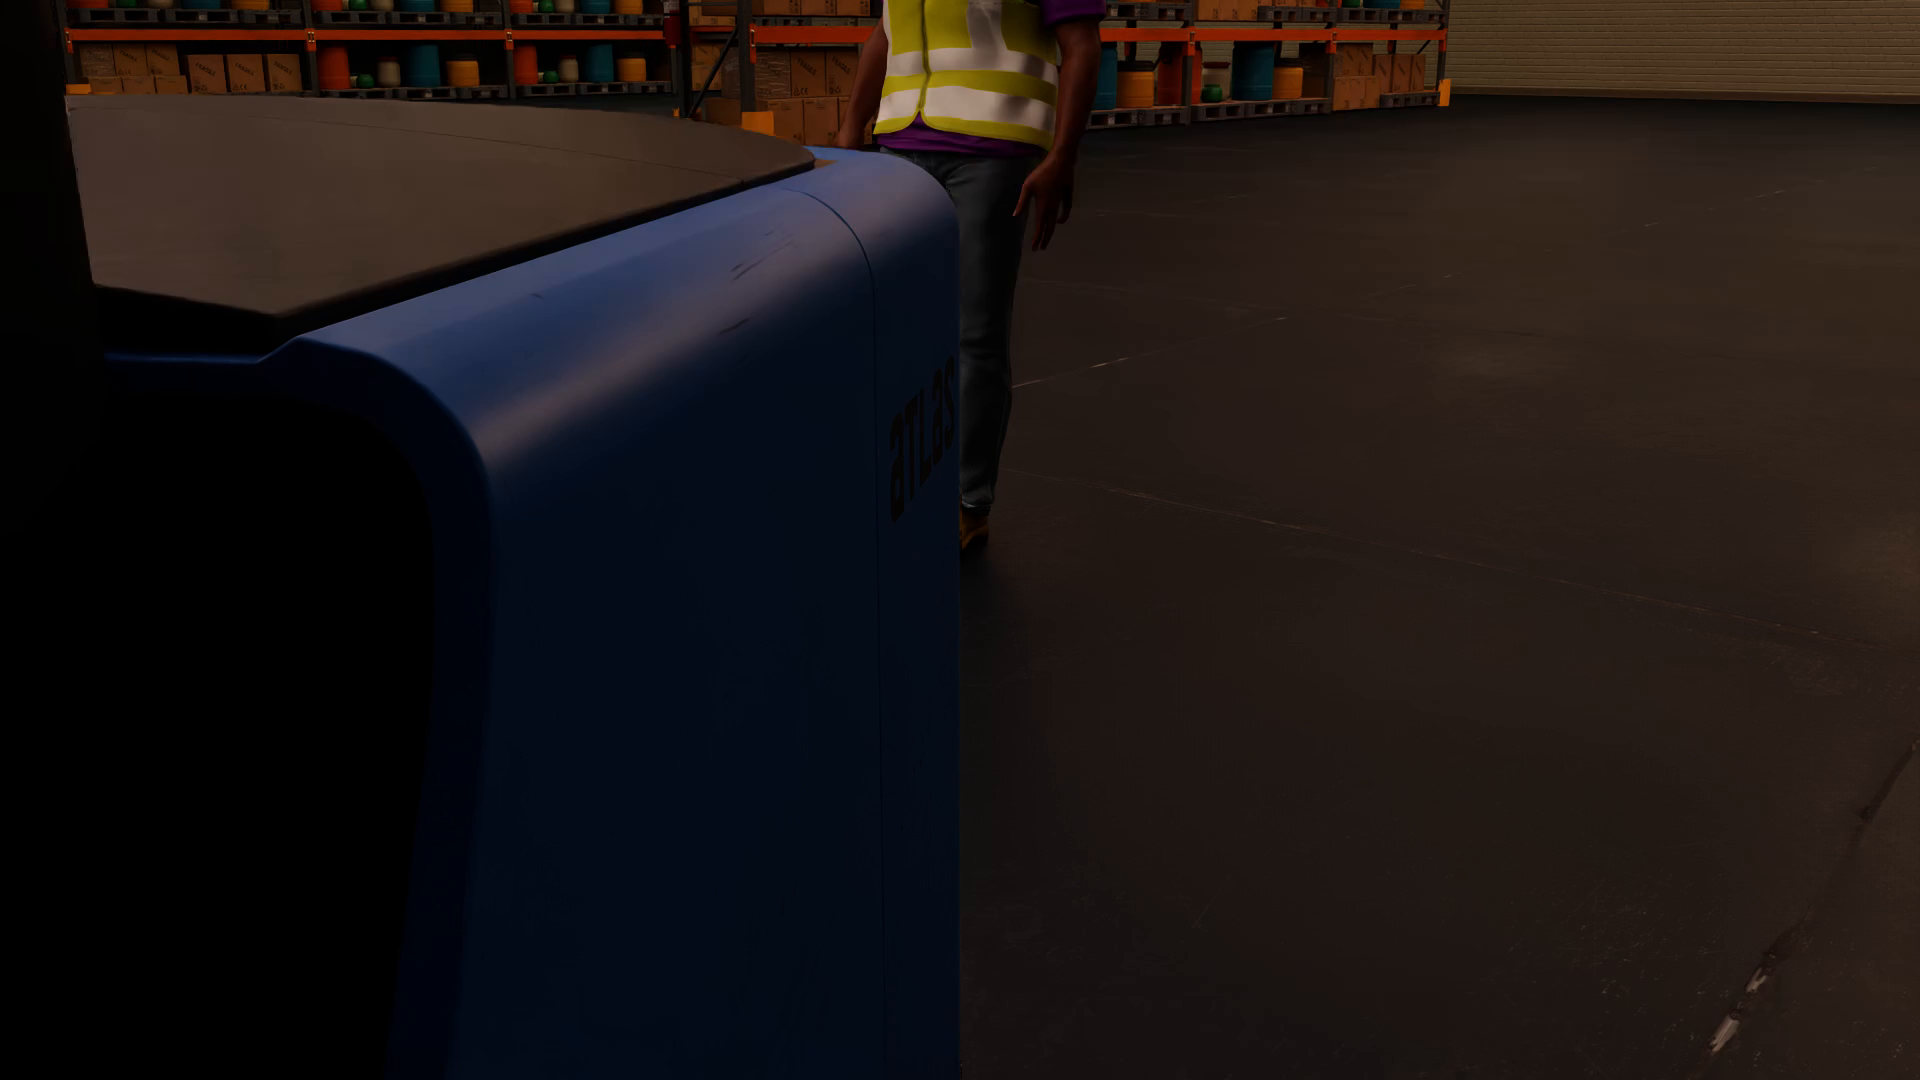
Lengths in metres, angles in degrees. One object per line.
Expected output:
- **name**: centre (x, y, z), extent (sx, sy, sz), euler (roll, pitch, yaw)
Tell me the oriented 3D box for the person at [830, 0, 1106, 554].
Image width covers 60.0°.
- **person**: centre (-0.049, -0.837, 3.635), extent (0.666, 1.768, 0.575), euler (13, 21, 37)
